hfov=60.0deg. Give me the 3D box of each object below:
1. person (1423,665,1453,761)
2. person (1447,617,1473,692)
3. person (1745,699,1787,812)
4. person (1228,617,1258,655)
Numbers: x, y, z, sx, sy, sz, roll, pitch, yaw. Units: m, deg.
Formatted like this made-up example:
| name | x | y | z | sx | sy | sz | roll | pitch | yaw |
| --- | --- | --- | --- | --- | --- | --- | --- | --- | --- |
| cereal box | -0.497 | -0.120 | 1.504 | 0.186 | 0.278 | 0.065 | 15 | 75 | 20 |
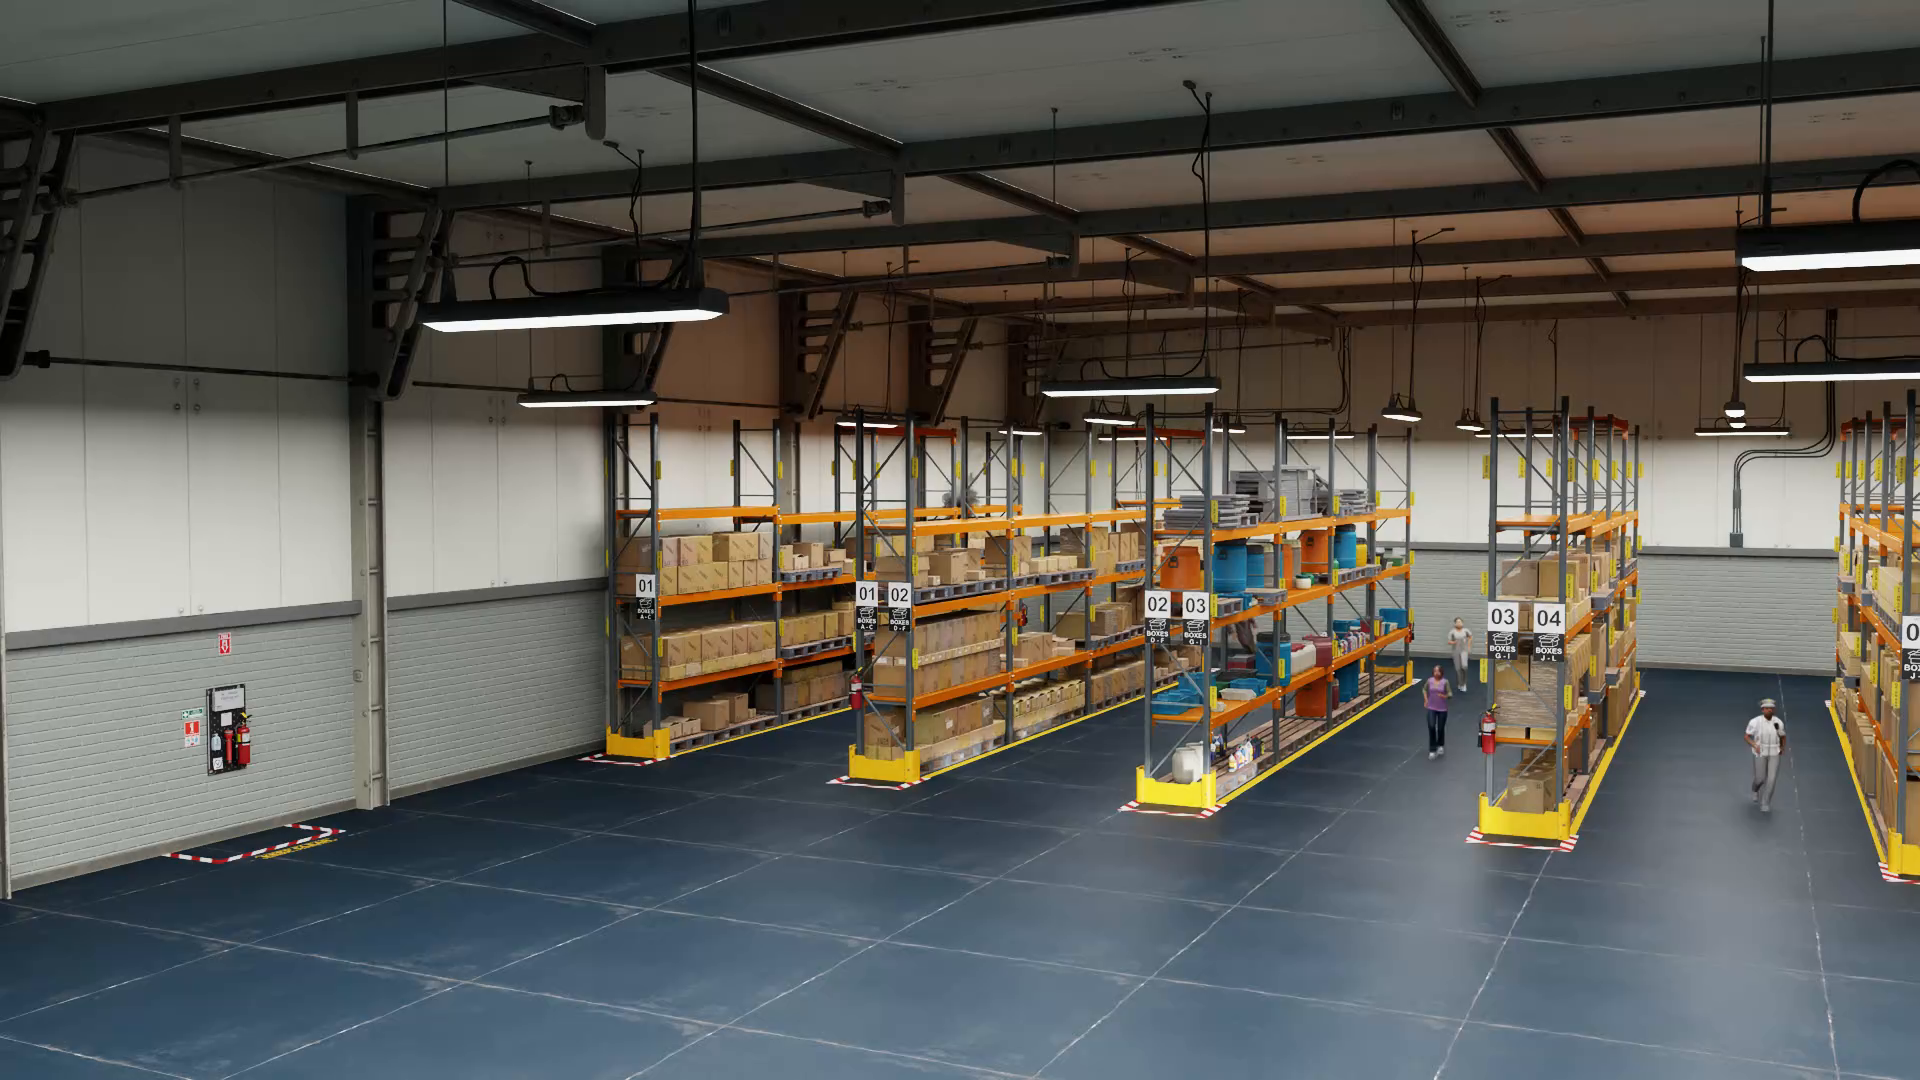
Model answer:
| name | x | y | z | sx | sy | sz | roll | pitch | yaw |
| --- | --- | --- | --- | --- | --- | --- | --- | --- | --- |
| person | 8.285 | 2.982 | 28.870 | 0.522 | 1.636 | 0.690 | 1 | 3 | 21 |
| person | 11.319 | 2.585 | 37.645 | 0.555 | 1.668 | 0.688 | 1 | 2 | 14 |
| person | 11.848 | 3.144 | 24.434 | 0.564 | 1.655 | 0.548 | 1 | 2 | 12 |
| person | 7.090 | 2.423 | 41.540 | 0.811 | 1.697 | 0.653 | -2 | 3 | -33 |
